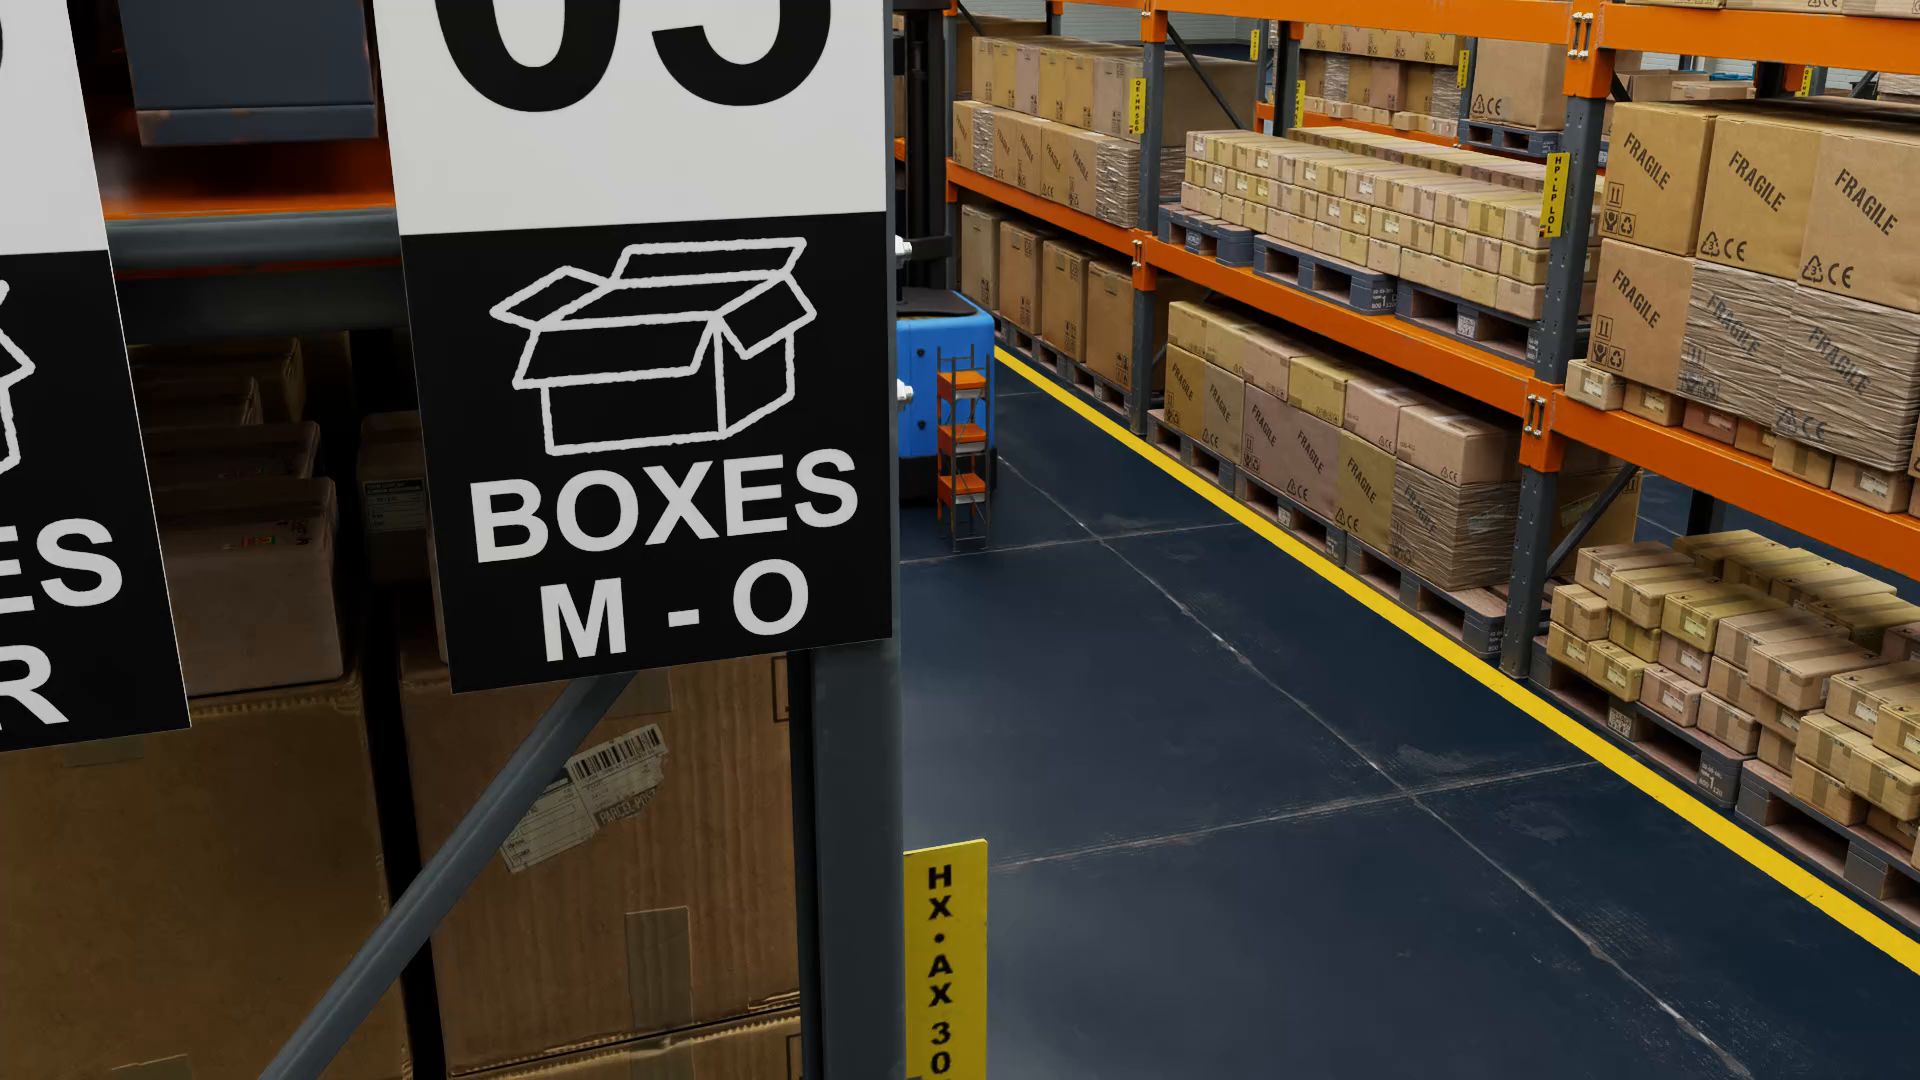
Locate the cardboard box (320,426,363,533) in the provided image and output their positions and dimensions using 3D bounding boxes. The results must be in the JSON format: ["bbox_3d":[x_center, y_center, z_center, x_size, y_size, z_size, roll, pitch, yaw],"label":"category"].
[{"bbox_3d":[-1.118,0.160,2.406,0.500,0.500,0.500,-6,21,-17],"label":"cardboard box"}]

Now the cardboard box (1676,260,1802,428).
[{"bbox_3d":[2.941,-0.713,5.877,0.500,0.500,0.500,-6,21,-17],"label":"cardboard box"}]

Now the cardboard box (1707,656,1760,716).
[{"bbox_3d":[3.030,0.517,6.195,0.380,0.149,0.250,-7,21,-20],"label":"cardboard box"}]

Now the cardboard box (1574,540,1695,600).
[{"bbox_3d":[2.774,0.127,6.843,0.380,0.149,0.250,-6,20,-15],"label":"cardboard box"}]

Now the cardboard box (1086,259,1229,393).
[{"bbox_3d":[1.499,-1.498,11.355,1.050,0.750,0.750,-7,21,-18],"label":"cardboard box"}]

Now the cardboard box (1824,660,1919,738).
[{"bbox_3d":[3.200,0.547,5.671,0.380,0.149,0.250,-7,21,-19],"label":"cardboard box"}]

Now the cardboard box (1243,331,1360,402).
[{"bbox_3d":[1.894,-0.958,9.113,0.500,0.250,0.500,-6,21,-17],"label":"cardboard box"}]

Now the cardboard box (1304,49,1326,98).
[{"bbox_3d":[4.248,-5.075,18.022,0.875,0.500,0.500,-6,21,-17],"label":"cardboard box"}]

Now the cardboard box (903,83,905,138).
[{"bbox_3d":[-0.032,-3.985,15.352,0.875,0.550,0.550,-6,21,-17],"label":"cardboard box"}]

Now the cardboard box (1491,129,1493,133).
[{"bbox_3d":[5.240,-3.996,15.977,0.380,0.149,0.250,-6,21,-17],"label":"cardboard box"}]

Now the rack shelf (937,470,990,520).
[{"bbox_3d":[0.017,-0.205,8.789,0.215,0.259,0.240,-6,21,-17],"label":"rack shelf"}]

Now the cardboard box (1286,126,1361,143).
[{"bbox_3d":[2.194,-2.405,10.044,0.380,0.149,0.250,-7,21,-19],"label":"cardboard box"}]

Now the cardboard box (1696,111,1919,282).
[{"bbox_3d":[2.950,-1.192,5.732,0.500,0.500,0.500,-7,21,-19],"label":"cardboard box"}]

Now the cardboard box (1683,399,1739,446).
[{"bbox_3d":[2.926,-0.471,6.163,0.380,0.149,0.250,-7,21,-20],"label":"cardboard box"}]

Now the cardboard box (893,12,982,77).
[{"bbox_3d":[-0.232,-4.659,15.632,0.875,0.550,0.500,-6,21,-17],"label":"cardboard box"}]

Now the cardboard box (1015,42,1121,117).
[{"bbox_3d":[0.831,-3.469,12.511,0.700,0.500,0.500,-6,21,-17],"label":"cardboard box"}]

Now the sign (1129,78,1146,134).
[{"bbox_3d":[1.079,-2.639,10.112,0.100,0.325,0.005,-6,21,-17],"label":"sign"}]

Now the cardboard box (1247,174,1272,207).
[{"bbox_3d":[1.820,-1.944,9.201,0.380,0.149,0.250,-6,21,-17],"label":"cardboard box"}]

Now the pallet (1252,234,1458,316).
[{"bbox_3d":[2.266,-1.433,8.751,1.003,0.211,1.213,-6,21,-17],"label":"pallet"}]

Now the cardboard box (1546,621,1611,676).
[{"bbox_3d":[2.671,0.425,6.892,0.380,0.149,0.250,-7,21,-20],"label":"cardboard box"}]

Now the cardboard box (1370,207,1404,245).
[{"bbox_3d":[2.220,-1.531,8.053,0.380,0.149,0.250,-8,21,-20],"label":"cardboard box"}]

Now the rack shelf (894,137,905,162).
[{"bbox_3d":[-0.281,-3.741,15.958,1.077,0.370,4.000,-6,21,-17],"label":"rack shelf"}]

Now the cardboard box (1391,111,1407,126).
[{"bbox_3d":[4.512,-4.182,16.494,0.380,0.149,0.250,-6,21,-17],"label":"cardboard box"}]

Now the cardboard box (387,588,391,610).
[{"bbox_3d":[-1.440,0.307,3.476,0.500,0.500,0.500,-6,21,-16],"label":"cardboard box"}]

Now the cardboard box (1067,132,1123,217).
[{"bbox_3d":[1.053,-2.477,11.227,0.500,0.500,0.500,-6,21,-17],"label":"cardboard box"}]

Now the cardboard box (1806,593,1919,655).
[{"bbox_3d":[3.431,0.329,6.279,0.380,0.149,0.250,-6,21,-15],"label":"cardboard box"}]

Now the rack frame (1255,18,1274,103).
[{"bbox_3d":[3.831,-5.216,19.000,1.000,3.000,0.127,-6,21,-17],"label":"rack frame"}]

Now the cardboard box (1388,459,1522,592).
[{"bbox_3d":[2.390,-0.102,7.840,0.500,0.500,0.500,-7,21,-18],"label":"cardboard box"}]

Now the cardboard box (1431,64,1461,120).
[{"bbox_3d":[5.005,-4.270,15.779,0.875,0.500,0.500,-6,21,-17],"label":"cardboard box"}]

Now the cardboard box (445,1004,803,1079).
[{"bbox_3d":[-0.427,0.740,2.270,0.500,0.500,0.500,-7,21,-18],"label":"cardboard box"}]

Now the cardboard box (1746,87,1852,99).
[{"bbox_3d":[6.137,-3.062,12.235,0.500,0.500,0.500,-9,22,-24],"label":"cardboard box"}]

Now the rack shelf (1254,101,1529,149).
[{"bbox_3d":[4.459,-4.235,17.334,1.077,0.370,4.000,-6,21,-17],"label":"rack shelf"}]

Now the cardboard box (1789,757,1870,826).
[{"bbox_3d":[3.118,0.837,5.745,0.380,0.149,0.250,-7,21,-19],"label":"cardboard box"}]

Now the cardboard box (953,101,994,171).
[{"bbox_3d":[0.257,-3.287,13.483,0.500,0.500,0.500,-6,21,-17],"label":"cardboard box"}]

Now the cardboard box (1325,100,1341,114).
[{"bbox_3d":[4.093,-4.580,17.602,0.380,0.149,0.250,-6,21,-17],"label":"cardboard box"}]

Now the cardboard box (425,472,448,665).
[{"bbox_3d":[-0.397,0.006,1.877,0.380,0.149,0.250,-6,21,-16],"label":"cardboard box"}]

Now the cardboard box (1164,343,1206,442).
[{"bbox_3d":[1.585,-0.921,10.119,0.500,0.500,0.500,-7,21,-20],"label":"cardboard box"}]

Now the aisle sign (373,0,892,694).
[{"bbox_3d":[-0.250,-0.259,1.355,0.394,0.787,0.004,-6,21,-17],"label":"aisle sign"}]

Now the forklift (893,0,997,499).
[{"bbox_3d":[-0.692,-2.038,10.255,1.130,2.935,3.031,-6,21,-15],"label":"forklift"}]

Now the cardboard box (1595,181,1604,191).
[{"bbox_3d":[3.003,-1.576,7.738,0.380,0.149,0.250,-6,21,-17],"label":"cardboard box"}]

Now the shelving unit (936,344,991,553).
[{"bbox_3d":[0.017,-0.477,8.691,0.215,1.050,0.252,-6,21,-17],"label":"shelving unit"}]

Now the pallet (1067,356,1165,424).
[{"bbox_3d":[1.428,-1.102,11.673,1.003,0.211,1.213,-6,21,-17],"label":"pallet"}]

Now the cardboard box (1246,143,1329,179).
[{"bbox_3d":[1.809,-2.094,9.179,0.380,0.149,0.250,-7,21,-19],"label":"cardboard box"}]

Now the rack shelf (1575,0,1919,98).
[{"bbox_3d":[3.491,-1.301,4.729,1.077,0.370,4.000,-6,21,-17],"label":"rack shelf"}]

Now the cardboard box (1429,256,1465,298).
[{"bbox_3d":[2.390,-1.219,7.624,0.380,0.149,0.250,-6,21,-17],"label":"cardboard box"}]

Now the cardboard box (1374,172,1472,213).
[{"bbox_3d":[2.229,-1.670,8.000,0.380,0.149,0.250,-7,21,-19],"label":"cardboard box"}]

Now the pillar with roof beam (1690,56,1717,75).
[{"bbox_3d":[11.120,-12.879,31.460,9.100,9.000,0.400,-6,21,-17],"label":"pillar with roof beam"}]

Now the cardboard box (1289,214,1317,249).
[{"bbox_3d":[1.972,-1.643,8.803,0.380,0.149,0.250,-6,21,-16],"label":"cardboard box"}]

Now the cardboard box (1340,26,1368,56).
[{"bbox_3d":[4.217,-5.186,16.851,0.500,0.500,0.500,-6,21,-17],"label":"cardboard box"}]

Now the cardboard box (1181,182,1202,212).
[{"bbox_3d":[1.554,-2.068,9.987,0.380,0.149,0.250,-7,21,-18],"label":"cardboard box"}]

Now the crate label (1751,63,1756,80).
[{"bbox_3d":[9.368,-5.197,18.894,0.502,0.435,0.616,-6,21,-17],"label":"crate label"}]

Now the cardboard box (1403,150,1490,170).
[{"bbox_3d":[2.598,-1.989,8.888,0.380,0.149,0.250,-5,20,-15],"label":"cardboard box"}]

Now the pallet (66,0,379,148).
[{"bbox_3d":[-0.791,-0.635,1.941,1.003,0.211,1.213,-6,21,-17],"label":"pallet"}]

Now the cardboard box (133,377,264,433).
[{"bbox_3d":[-1.115,-0.098,2.164,0.380,0.149,0.250,-7,21,-18],"label":"cardboard box"}]
